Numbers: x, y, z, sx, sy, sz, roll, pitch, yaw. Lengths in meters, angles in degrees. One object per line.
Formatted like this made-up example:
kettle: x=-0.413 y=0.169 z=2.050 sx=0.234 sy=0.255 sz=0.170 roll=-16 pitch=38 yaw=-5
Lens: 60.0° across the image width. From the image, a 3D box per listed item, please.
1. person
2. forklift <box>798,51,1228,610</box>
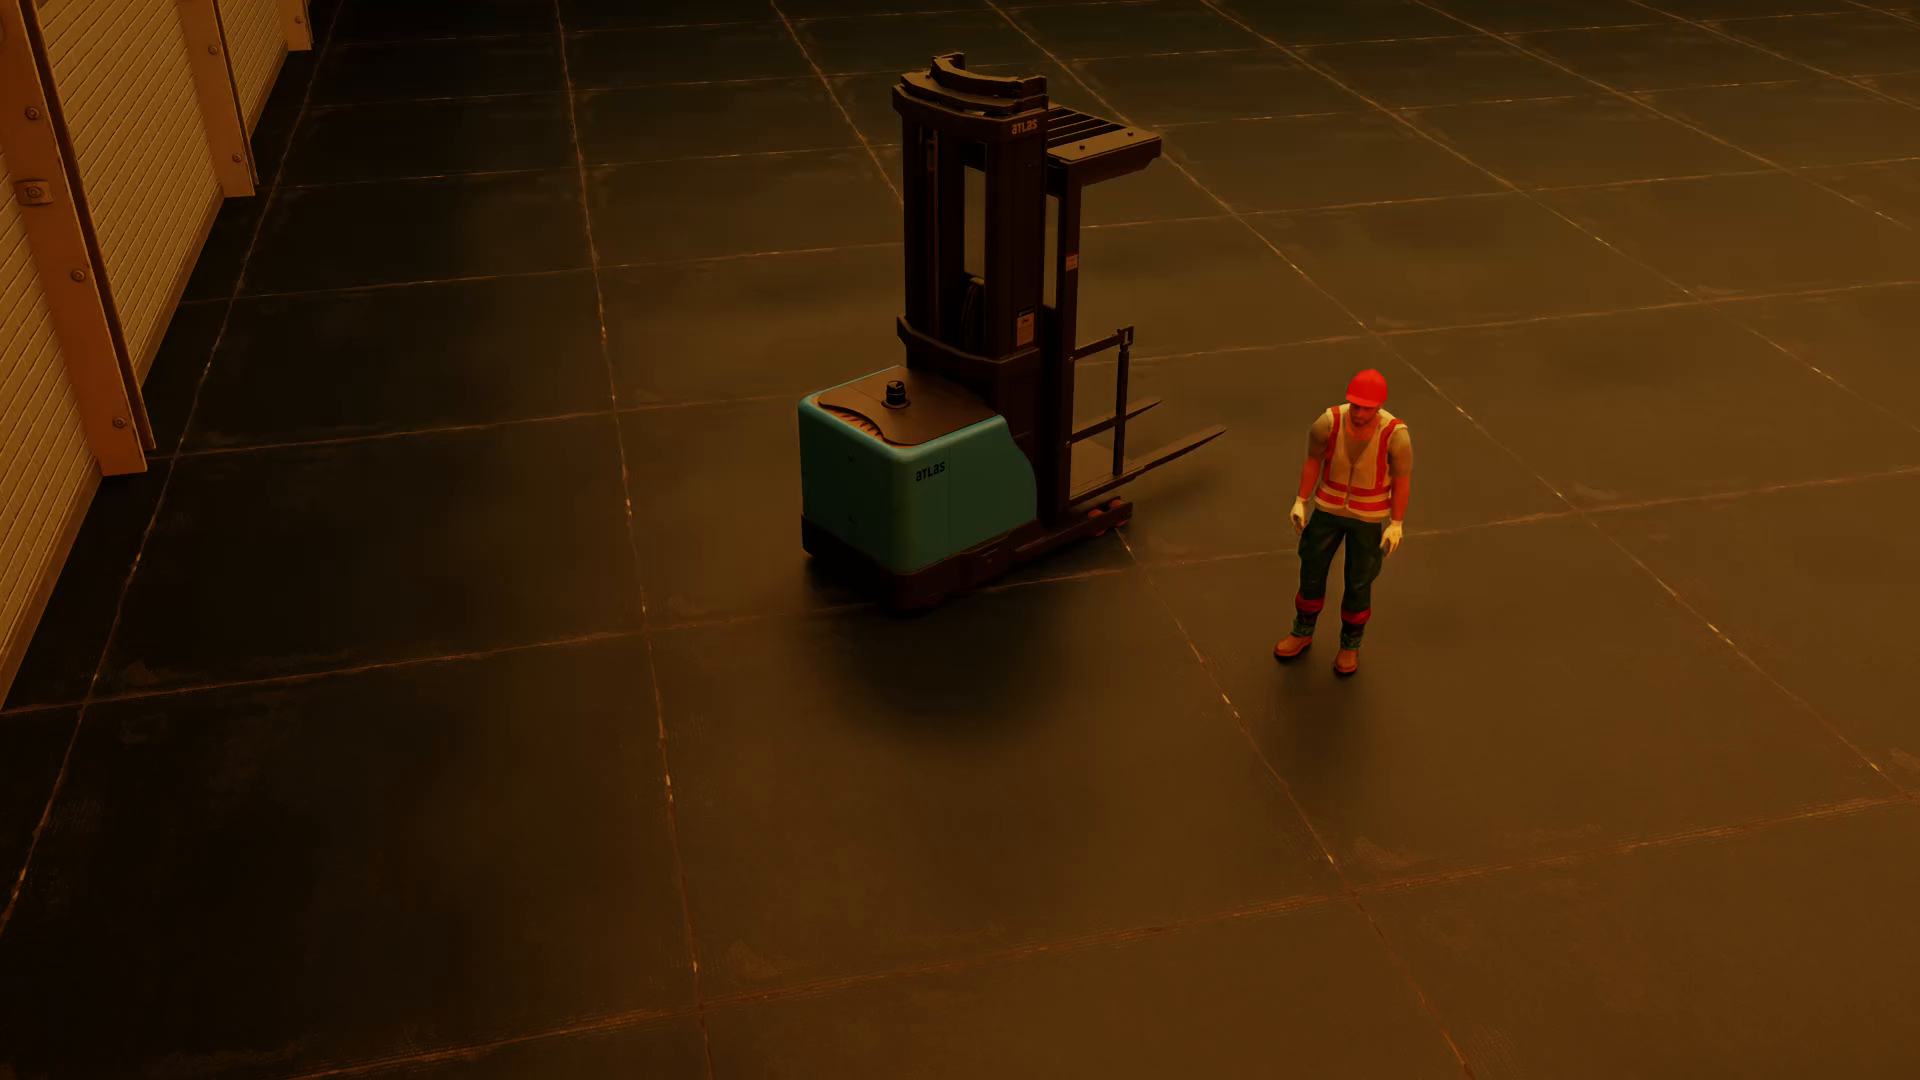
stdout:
person: x=2.081 y=-0.119 z=8.935 sx=0.610 sy=1.777 sz=0.451 roll=15 pitch=33 yaw=23
forklift: x=0.472 y=-1.473 z=10.119 sx=3.031 sy=2.935 sz=1.130 roll=-23 pitch=37 yaw=-35
